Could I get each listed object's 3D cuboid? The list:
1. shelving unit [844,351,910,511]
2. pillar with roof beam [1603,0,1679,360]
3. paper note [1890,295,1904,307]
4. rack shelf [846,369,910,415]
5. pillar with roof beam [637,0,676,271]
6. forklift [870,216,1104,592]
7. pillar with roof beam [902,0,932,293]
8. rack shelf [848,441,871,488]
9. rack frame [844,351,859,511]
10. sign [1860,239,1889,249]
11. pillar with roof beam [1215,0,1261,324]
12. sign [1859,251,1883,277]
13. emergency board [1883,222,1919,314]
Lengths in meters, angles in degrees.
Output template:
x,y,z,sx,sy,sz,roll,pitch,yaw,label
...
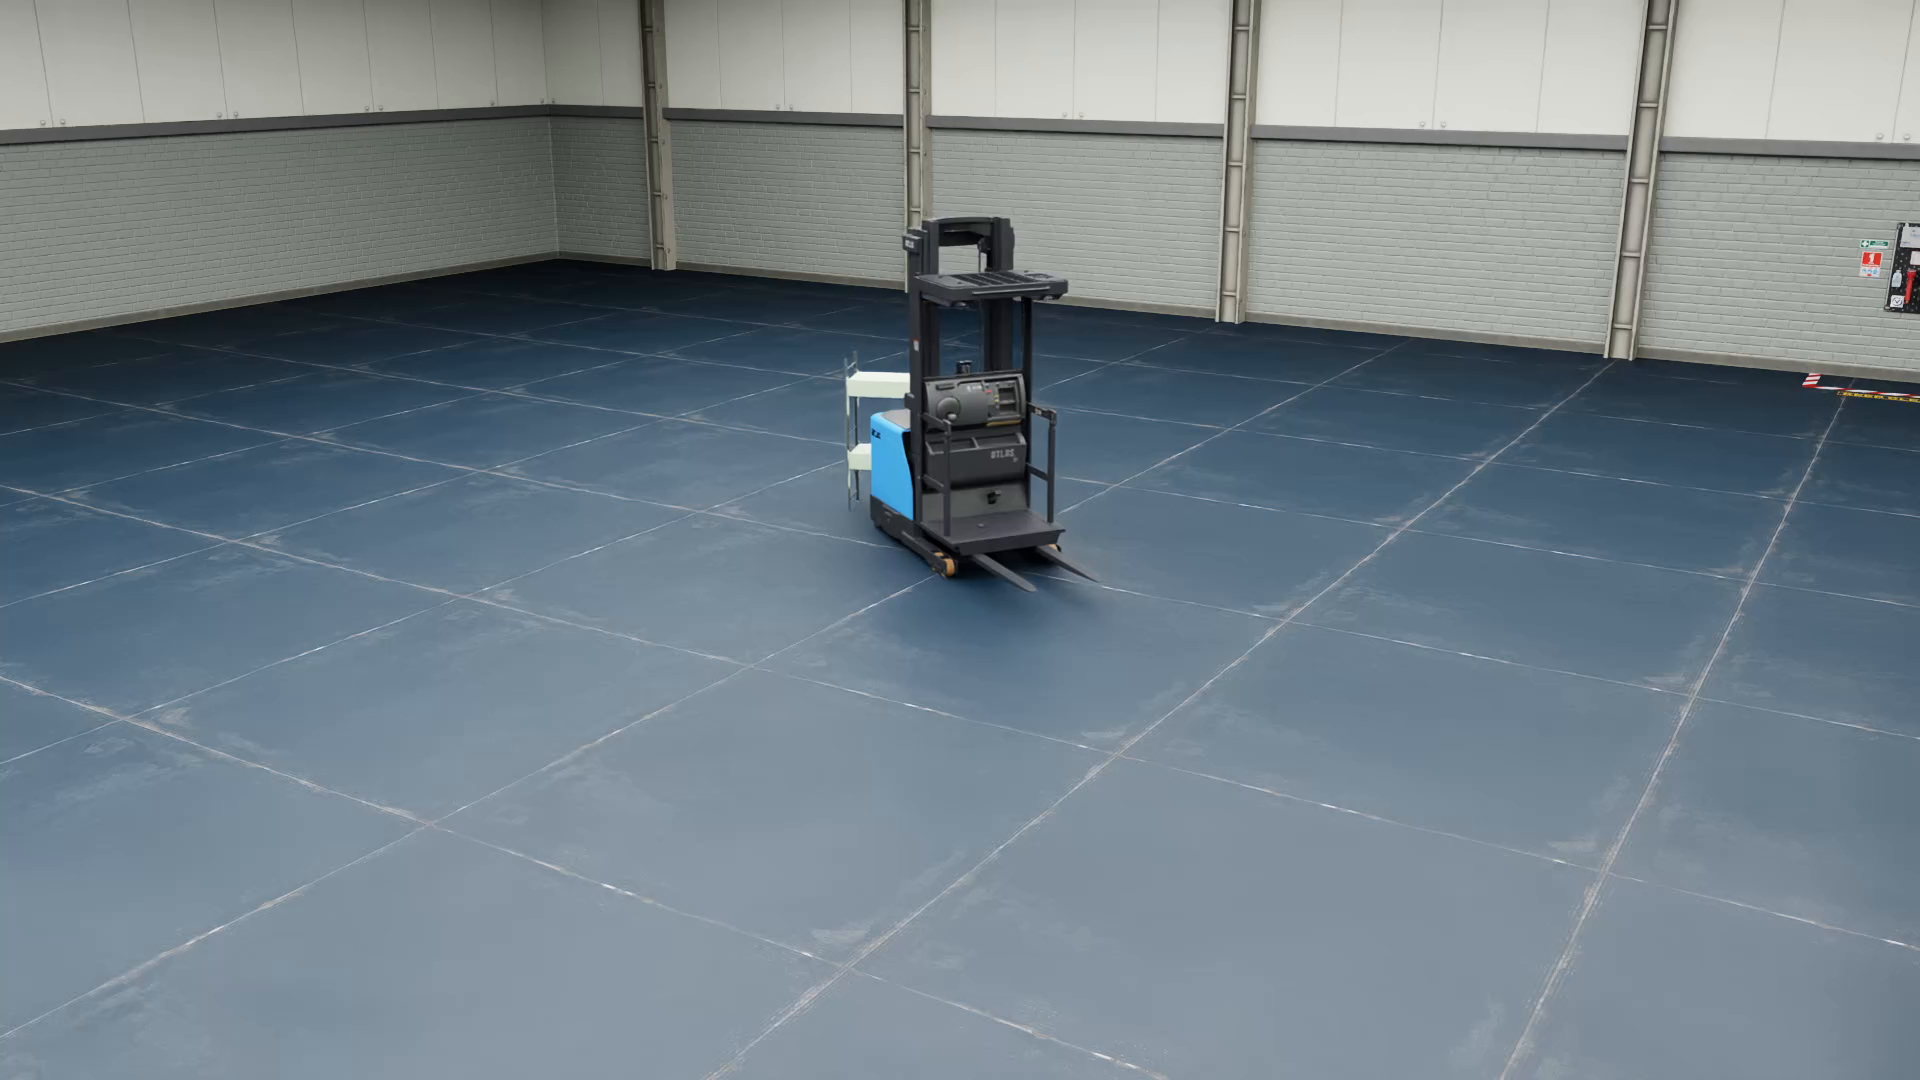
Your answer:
x,y,z,sx,sy,sz,roll,pitch,yaw,label
-0.688,-1.036,16.080,0.755,1.500,0.431,3,17,10,shelving unit
7.233,-5.865,19.076,0.400,9.000,9.100,10,20,30,pillar with roof beam
12.398,-3.156,21.995,0.142,0.148,0.016,10,20,30,paper note
-0.688,-1.409,15.966,0.720,0.370,0.431,3,17,10,rack shelf
-8.106,-8.603,28.089,0.400,9.000,9.100,10,20,30,pillar with roof beam
0.228,-1.223,14.234,1.130,2.935,3.031,-8,18,-24,forklift
-2.993,-7.690,25.085,0.400,9.000,9.100,10,20,30,pillar with roof beam
-0.688,-0.724,16.175,0.720,0.370,0.431,3,17,10,rack shelf
-1.048,-1.055,16.142,0.023,1.500,0.400,3,17,10,rack frame
12.095,-3.911,21.991,0.331,0.109,0.001,10,20,30,sign
2.120,-6.778,22.080,0.400,9.000,9.100,10,20,30,pillar with roof beam
12.095,-3.660,22.078,0.234,0.329,0.001,10,20,30,sign
12.513,-3.534,21.722,0.643,1.169,0.194,10,20,30,emergency board
